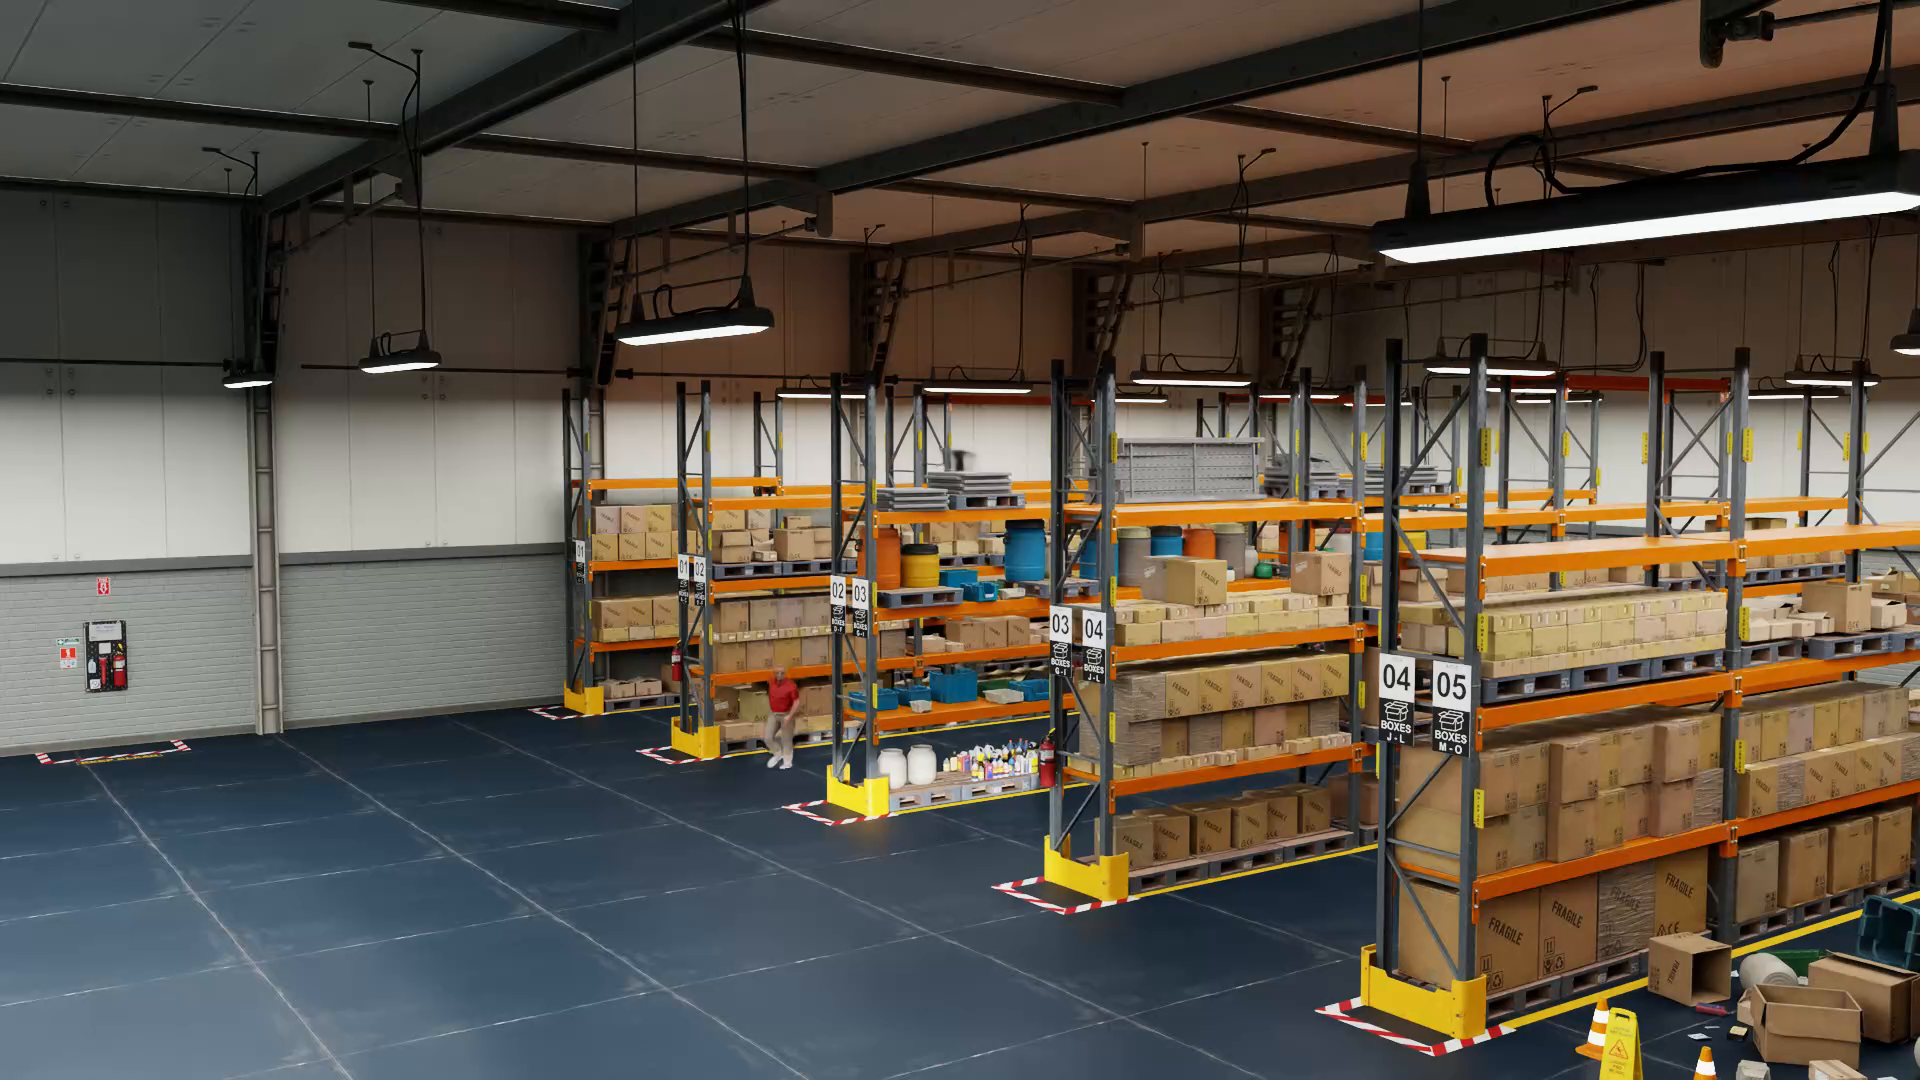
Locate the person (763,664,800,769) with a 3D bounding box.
[{"bbox_3d":[-2.691,2.698,25.342,0.647,1.666,0.731,1,4,22],"label":"person"}]

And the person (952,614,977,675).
[{"bbox_3d":[0.146,2.285,31.980,0.727,1.743,0.574,-3,5,-37],"label":"person"}]
